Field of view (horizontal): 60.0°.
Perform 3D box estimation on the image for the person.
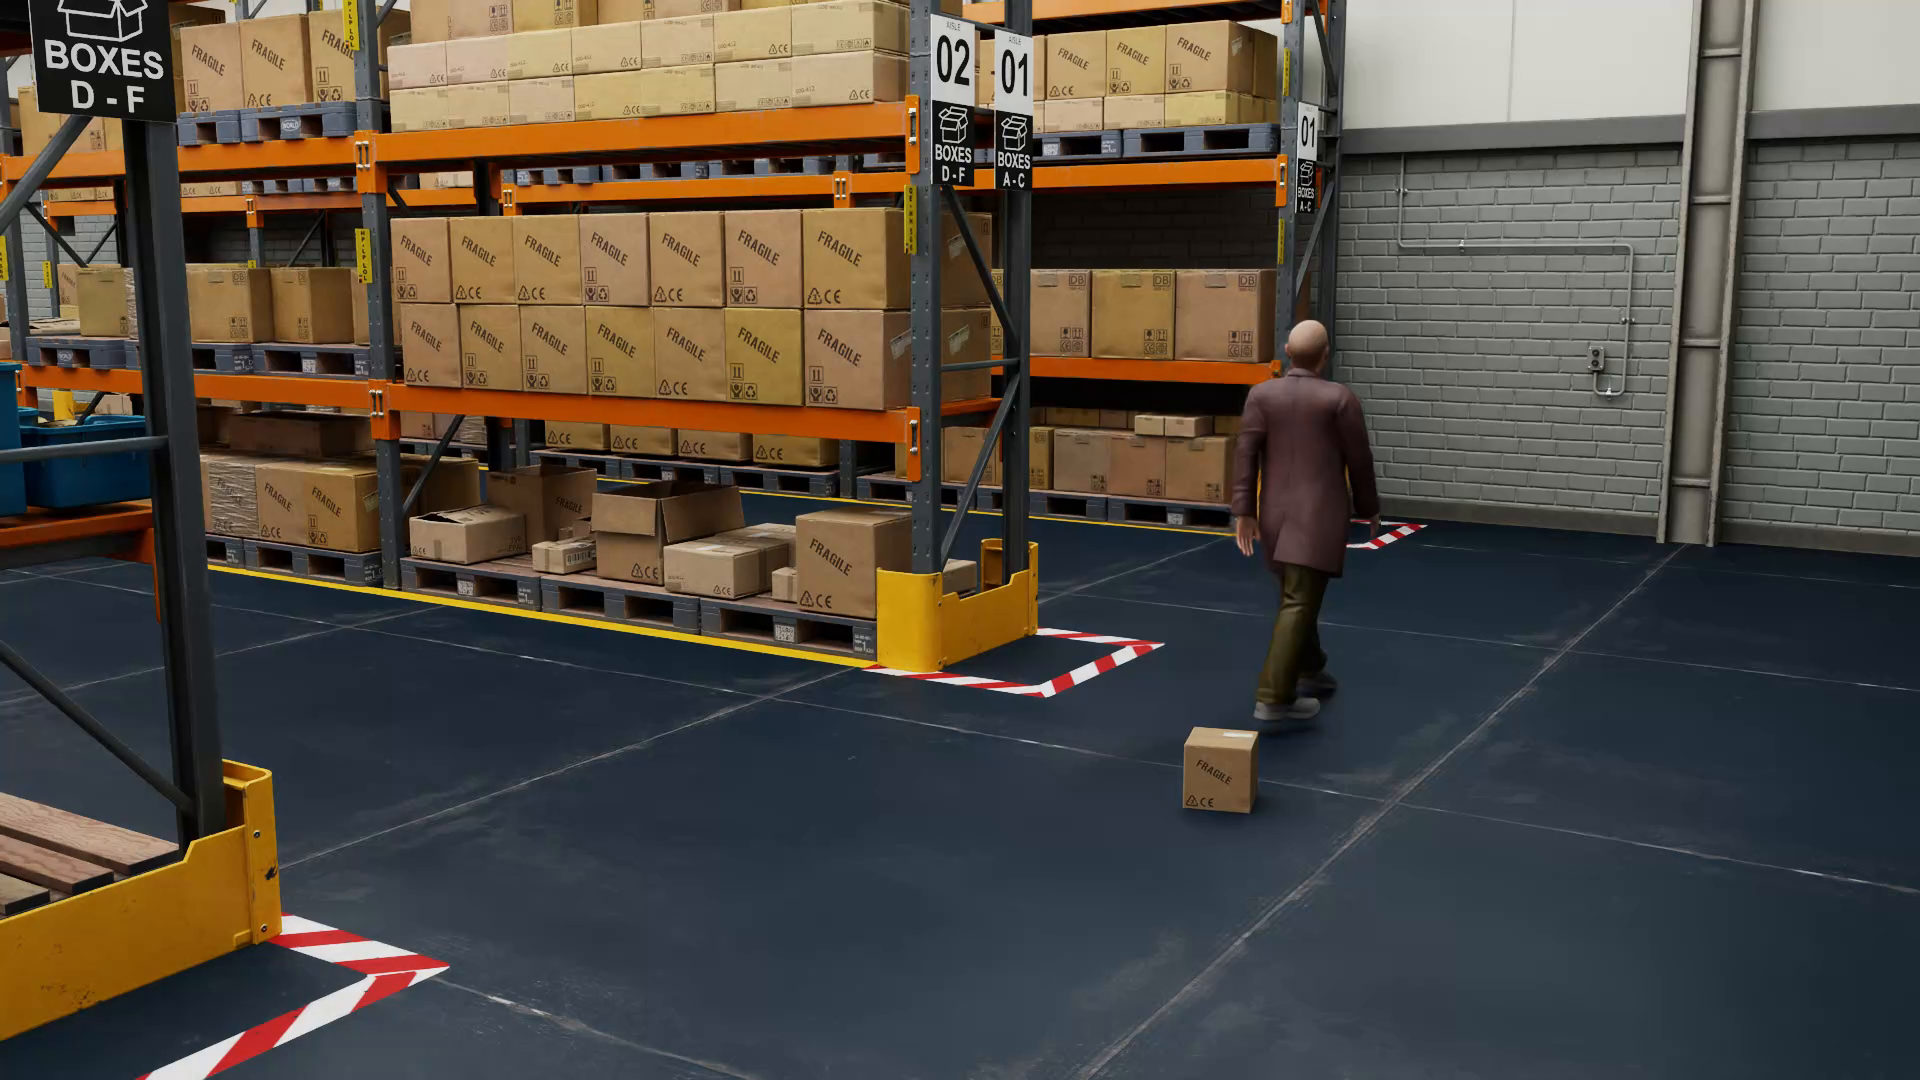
[{"bbox_3d":[1.581,-0.096,7.448,0.573,1.769,0.979,8,12,42],"label":"person"}]
